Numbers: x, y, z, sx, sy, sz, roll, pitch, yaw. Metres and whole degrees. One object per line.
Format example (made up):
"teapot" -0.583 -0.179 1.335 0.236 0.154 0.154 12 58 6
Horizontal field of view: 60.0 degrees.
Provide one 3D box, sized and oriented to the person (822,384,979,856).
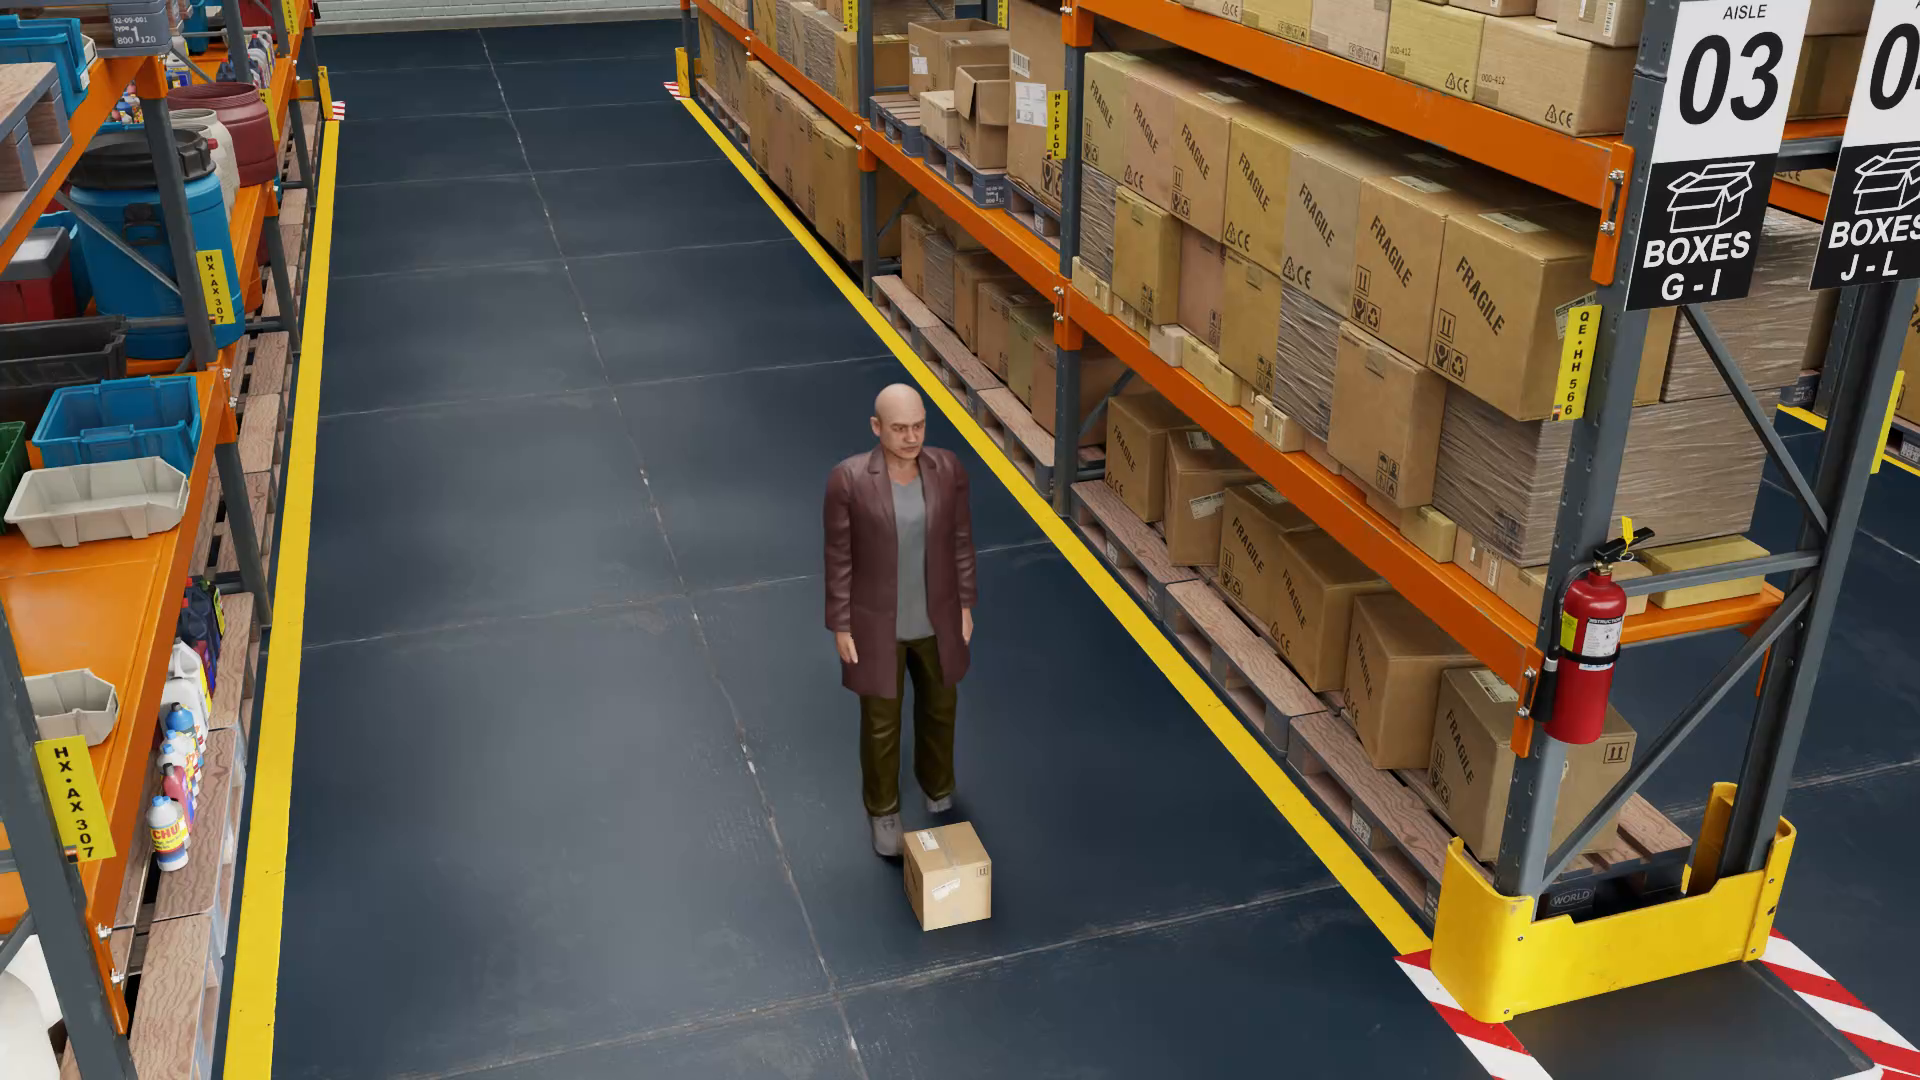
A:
"person" -0.206 0.332 6.060 0.584 1.879 0.503 -8 27 -15
